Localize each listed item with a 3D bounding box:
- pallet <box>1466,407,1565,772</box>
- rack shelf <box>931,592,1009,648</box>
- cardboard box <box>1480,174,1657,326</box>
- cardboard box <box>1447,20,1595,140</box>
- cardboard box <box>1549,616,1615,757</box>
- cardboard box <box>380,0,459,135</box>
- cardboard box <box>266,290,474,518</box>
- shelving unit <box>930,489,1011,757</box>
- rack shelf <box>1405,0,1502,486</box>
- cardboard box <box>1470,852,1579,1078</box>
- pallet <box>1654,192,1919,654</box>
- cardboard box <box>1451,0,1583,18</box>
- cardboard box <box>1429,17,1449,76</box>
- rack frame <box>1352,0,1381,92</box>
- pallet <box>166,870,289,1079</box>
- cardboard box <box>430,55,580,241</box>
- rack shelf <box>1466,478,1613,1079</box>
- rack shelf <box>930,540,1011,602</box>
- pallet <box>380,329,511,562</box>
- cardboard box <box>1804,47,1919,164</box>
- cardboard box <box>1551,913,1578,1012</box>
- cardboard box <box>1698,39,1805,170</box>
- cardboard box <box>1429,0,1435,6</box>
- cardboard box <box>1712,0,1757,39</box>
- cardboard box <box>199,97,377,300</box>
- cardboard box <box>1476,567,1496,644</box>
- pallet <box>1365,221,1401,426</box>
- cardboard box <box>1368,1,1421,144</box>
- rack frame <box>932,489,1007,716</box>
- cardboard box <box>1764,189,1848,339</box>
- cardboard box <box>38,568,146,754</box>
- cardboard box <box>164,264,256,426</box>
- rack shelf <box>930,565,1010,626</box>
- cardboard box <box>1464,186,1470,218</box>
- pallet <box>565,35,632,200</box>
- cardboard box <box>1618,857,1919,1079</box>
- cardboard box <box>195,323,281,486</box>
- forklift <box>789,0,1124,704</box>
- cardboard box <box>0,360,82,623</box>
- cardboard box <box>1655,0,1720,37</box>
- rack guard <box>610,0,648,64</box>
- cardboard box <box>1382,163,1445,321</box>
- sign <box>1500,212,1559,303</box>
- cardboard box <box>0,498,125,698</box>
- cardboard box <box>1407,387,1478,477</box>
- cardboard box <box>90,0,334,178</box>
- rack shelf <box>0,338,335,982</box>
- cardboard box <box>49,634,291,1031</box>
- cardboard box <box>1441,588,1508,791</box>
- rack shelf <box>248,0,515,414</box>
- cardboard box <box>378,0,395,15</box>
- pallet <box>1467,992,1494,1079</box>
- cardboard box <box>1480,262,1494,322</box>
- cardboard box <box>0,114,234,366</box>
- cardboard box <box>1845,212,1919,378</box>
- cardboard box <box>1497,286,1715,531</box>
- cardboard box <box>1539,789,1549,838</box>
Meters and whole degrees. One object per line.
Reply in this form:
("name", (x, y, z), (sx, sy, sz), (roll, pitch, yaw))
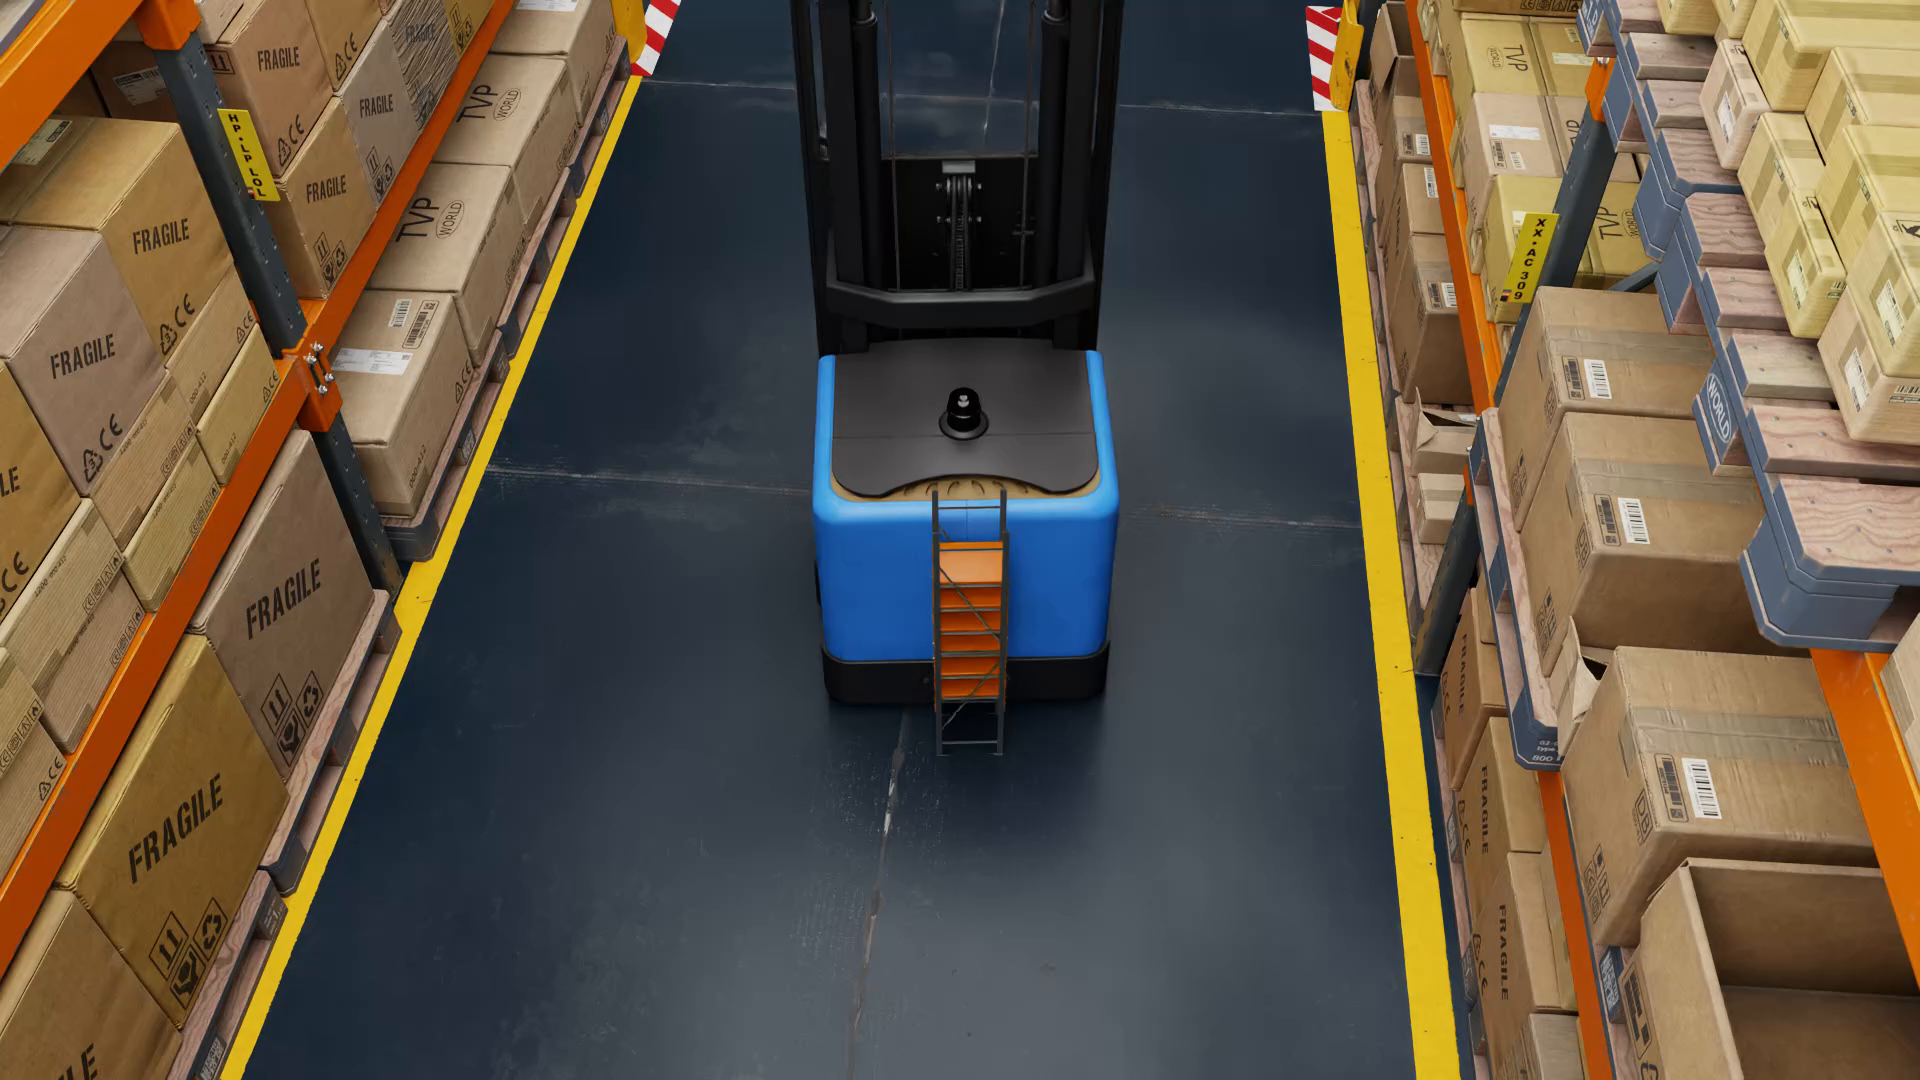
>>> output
("pallet", (2.044, 0.136, 4.749), (1.003, 0.211, 1.213), (4, 48, 4))
("rack shelf", (0.033, 0.262, 5.621), (0.258, 0.103, 0.180), (-1, 48, -1))
("cardboard box", (2.029, -0.949, 5.511), (0.500, 0.250, 0.500), (5, 48, 5))
("cardboard box", (2.119, -1.684, 6.183), (0.500, 0.250, 0.500), (4, 48, 3))
("cardboard box", (1.717, 0.390, 4.193), (0.396, 0.266, 0.258), (6, 48, 5))
("cardboard box", (-2.313, -1.935, 6.445), (0.500, 0.500, 0.500), (4, 48, 4))
("cardboard box", (-2.554, -0.571, 6.717), (0.875, 0.438, 0.875), (3, 48, 3))
("shelving unit", (0.033, 0.313, 5.677), (0.258, 1.200, 0.189), (-1, 48, -1))
("rack shelf", (2.408, -1.736, 6.818), (1.077, 0.370, 4.000), (4, 48, 4))
("cardboard box", (1.869, 1.292, 4.971), (0.500, 0.500, 0.500), (3, 48, 2))
("pallet", (2.005, -0.221, 3.040), (1.213, 0.211, 1.003), (4, 48, 4))
("cardboard box", (2.144, -2.333, 6.269), (0.500, 0.500, 0.500), (5, 48, 5))
("cardboard box", (2.116, -2.002, 6.744), (0.380, 0.149, 0.250), (5, 48, 4))
("rack frame", (2.590, -3.448, 7.897), (1.000, 3.000, 0.127), (4, 48, 4))
("pallet", (-2.822, 1.572, 5.195), (1.003, 0.211, 1.213), (4, 48, 4))
("cardboard box", (-2.389, -1.891, 7.925), (0.875, 0.438, 0.875), (5, 48, 5))
("rack shelf", (2.043, 1.204, 4.130), (1.077, 0.370, 4.000), (4, 48, 4))
("rack shelf", (0.033, 0.100, 5.444), (0.258, 0.103, 0.180), (-1, 48, -1))
("pallet", (-2.570, -0.452, 7.046), (1.003, 0.211, 1.213), (4, 48, 4))
("cardboard box", (1.781, -0.755, 3.017), (0.380, 0.149, 0.250), (4, 48, 4))
("cardboard box", (1.871, 1.184, 4.630), (0.380, 0.149, 0.250), (5, 48, 5))
("cardboard box", (1.711, -0.858, 3.313), (0.380, 0.149, 0.250), (4, 48, 4))
("cardboard box", (2.192, -2.439, 6.874), (0.500, 0.250, 0.500), (3, 48, 3))
("cardboard box", (1.743, -1.138, 3.367), (0.380, 0.149, 0.250), (3, 48, 3))
("cardboard box", (-2.414, -1.201, 5.774), (0.500, 0.500, 0.500), (5, 48, 5))
("cardboard box", (1.928, 0.220, 5.512), (0.380, 0.149, 0.250), (6, 48, 5))
("pallet", (2.398, -0.971, 7.521), (1.003, 0.211, 1.213), (4, 48, 4))
("cardboard box", (2.440, -2.304, 8.258), (0.797, 0.503, 0.637), (2, 48, 2))
("rack frame", (0.030, 0.245, 5.738), (0.240, 1.200, 0.006), (-1, 48, -1))
("cardboard box", (1.680, -0.482, 2.969), (0.380, 0.149, 0.250), (5, 48, 4))
("cardboard box", (-2.620, 0.301, 4.569), (0.500, 0.250, 0.500), (3, 48, 2))
("cardboard box", (-2.516, -0.618, 5.071), (0.500, 0.250, 0.500), (4, 48, 3))
("rack shelf", (0.033, 0.181, 5.532), (0.258, 0.103, 0.180), (-1, 48, -1))
("cardboard box", (2.056, -1.252, 6.058), (0.380, 0.149, 0.250), (5, 48, 5))
("pallet", (-2.348, -2.245, 8.686), (1.003, 0.211, 1.213), (4, 48, 4))
("cardboard box", (1.826, 1.042, 3.435), (0.797, 0.503, 0.637), (3, 48, 3))
("cardboard box", (-2.508, -0.443, 5.250), (0.500, 0.250, 0.500), (3, 48, 3))
("forklift", (-0.017, -1.462, 6.127), (1.130, 2.935, 3.031), (-1, 48, -1))
("cardboard box", (-2.614, -0.114, 4.102), (0.500, 0.500, 0.500), (5, 48, 5))
("cardboard box", (1.744, -1.231, 3.654), (0.380, 0.149, 0.250), (4, 48, 4))
("rack guard", (-2.351, -2.953, 9.138), (1.175, 0.500, 0.348), (4, 48, 4))
("cardboard box", (2.176, -1.296, 7.338), (0.500, 0.500, 0.500), (5, 48, 4))
("sign", (1.685, -0.832, 4.917), (0.100, 0.325, 0.005), (4, 48, 4))
("cardboard box", (-2.595, 0.131, 4.386), (0.500, 0.250, 0.500), (5, 48, 4))
("cardboard box", (2.016, -0.419, 6.695), (0.396, 0.266, 0.258), (5, 48, 5))
("cardboard box", (-2.433, -1.545, 5.411), (0.500, 0.500, 0.500), (4, 48, 4))
("rack shelf", (-2.900, 0.873, 4.432), (1.077, 0.370, 4.000), (4, 48, 4))
("cardboard box", (-2.769, 0.861, 5.111), (0.875, 0.875, 0.875), (5, 48, 5))
("cardboard box", (1.958, 0.534, 5.665), (0.500, 0.500, 0.500), (6, 48, 5))
("rack shelf", (-2.535, -2.067, 7.121), (1.077, 0.370, 4.000), (4, 48, 4))
("cardboard box", (-2.323, -2.291, 6.093), (0.500, 0.500, 0.500), (5, 48, 4))
("pallet", (2.081, 1.932, 4.866), (1.003, 0.211, 1.213), (4, 48, 4))
("cardboard box", (2.005, -0.868, 5.707), (0.380, 0.149, 0.250), (5, 48, 5))
("cardboard box", (-2.508, -0.866, 4.790), (0.500, 0.500, 0.500), (5, 48, 5))
("cardboard box", (1.680, -0.387, 2.680), (0.380, 0.149, 0.250), (4, 48, 4))
("cardboard box", (1.959, -0.344, 4.705), (0.700, 0.500, 0.500), (5, 48, 5))
("cardboard box", (1.956, 0.820, 4.963), (0.380, 0.149, 0.250), (3, 48, 3))
